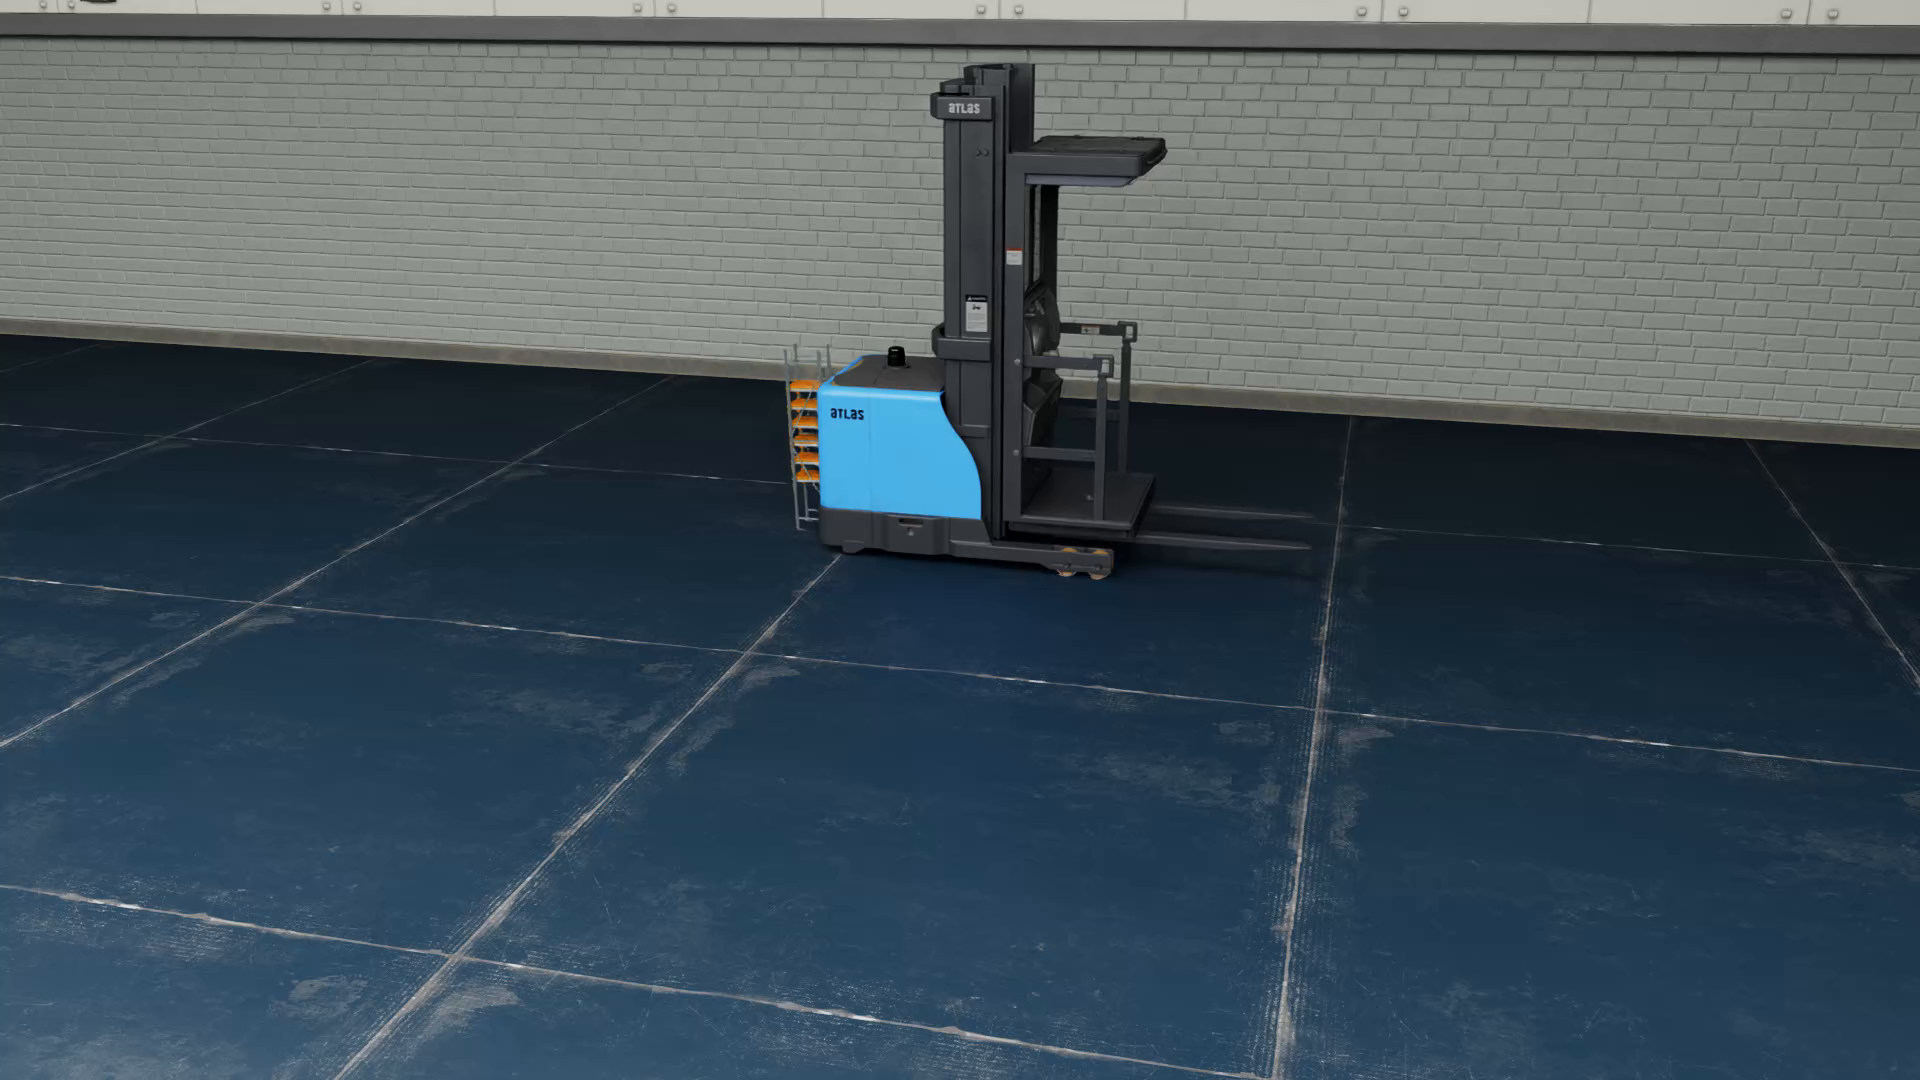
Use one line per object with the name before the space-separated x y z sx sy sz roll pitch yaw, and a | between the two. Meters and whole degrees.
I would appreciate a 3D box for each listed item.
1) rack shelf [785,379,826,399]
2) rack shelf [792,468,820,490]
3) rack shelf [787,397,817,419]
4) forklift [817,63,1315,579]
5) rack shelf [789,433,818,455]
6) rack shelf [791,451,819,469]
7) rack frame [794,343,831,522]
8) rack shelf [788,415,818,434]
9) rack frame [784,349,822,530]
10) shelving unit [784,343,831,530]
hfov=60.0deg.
rack shelf | -0.964 -0.959 10.648 0.258 0.103 0.180 3 19 15
rack shelf | -0.941 -0.390 10.834 0.258 0.103 0.180 3 19 15
rack shelf | -0.959 -0.845 10.685 0.258 0.103 0.180 3 19 15
forklift | 0.685 -1.345 10.090 3.031 2.935 1.130 4 19 13
rack shelf | -0.950 -0.617 10.760 0.258 0.103 0.180 3 19 15
rack shelf | -0.946 -0.503 10.797 0.258 0.103 0.180 3 19 15
rack frame | -0.929 -0.688 10.830 0.240 1.200 0.006 3 19 15
rack shelf | -0.955 -0.731 10.722 0.258 0.103 0.180 3 19 15
rack frame | -0.975 -0.631 10.662 0.240 1.200 0.006 3 19 15
shelving unit | -0.952 -0.660 10.746 0.258 1.200 0.189 3 19 15
